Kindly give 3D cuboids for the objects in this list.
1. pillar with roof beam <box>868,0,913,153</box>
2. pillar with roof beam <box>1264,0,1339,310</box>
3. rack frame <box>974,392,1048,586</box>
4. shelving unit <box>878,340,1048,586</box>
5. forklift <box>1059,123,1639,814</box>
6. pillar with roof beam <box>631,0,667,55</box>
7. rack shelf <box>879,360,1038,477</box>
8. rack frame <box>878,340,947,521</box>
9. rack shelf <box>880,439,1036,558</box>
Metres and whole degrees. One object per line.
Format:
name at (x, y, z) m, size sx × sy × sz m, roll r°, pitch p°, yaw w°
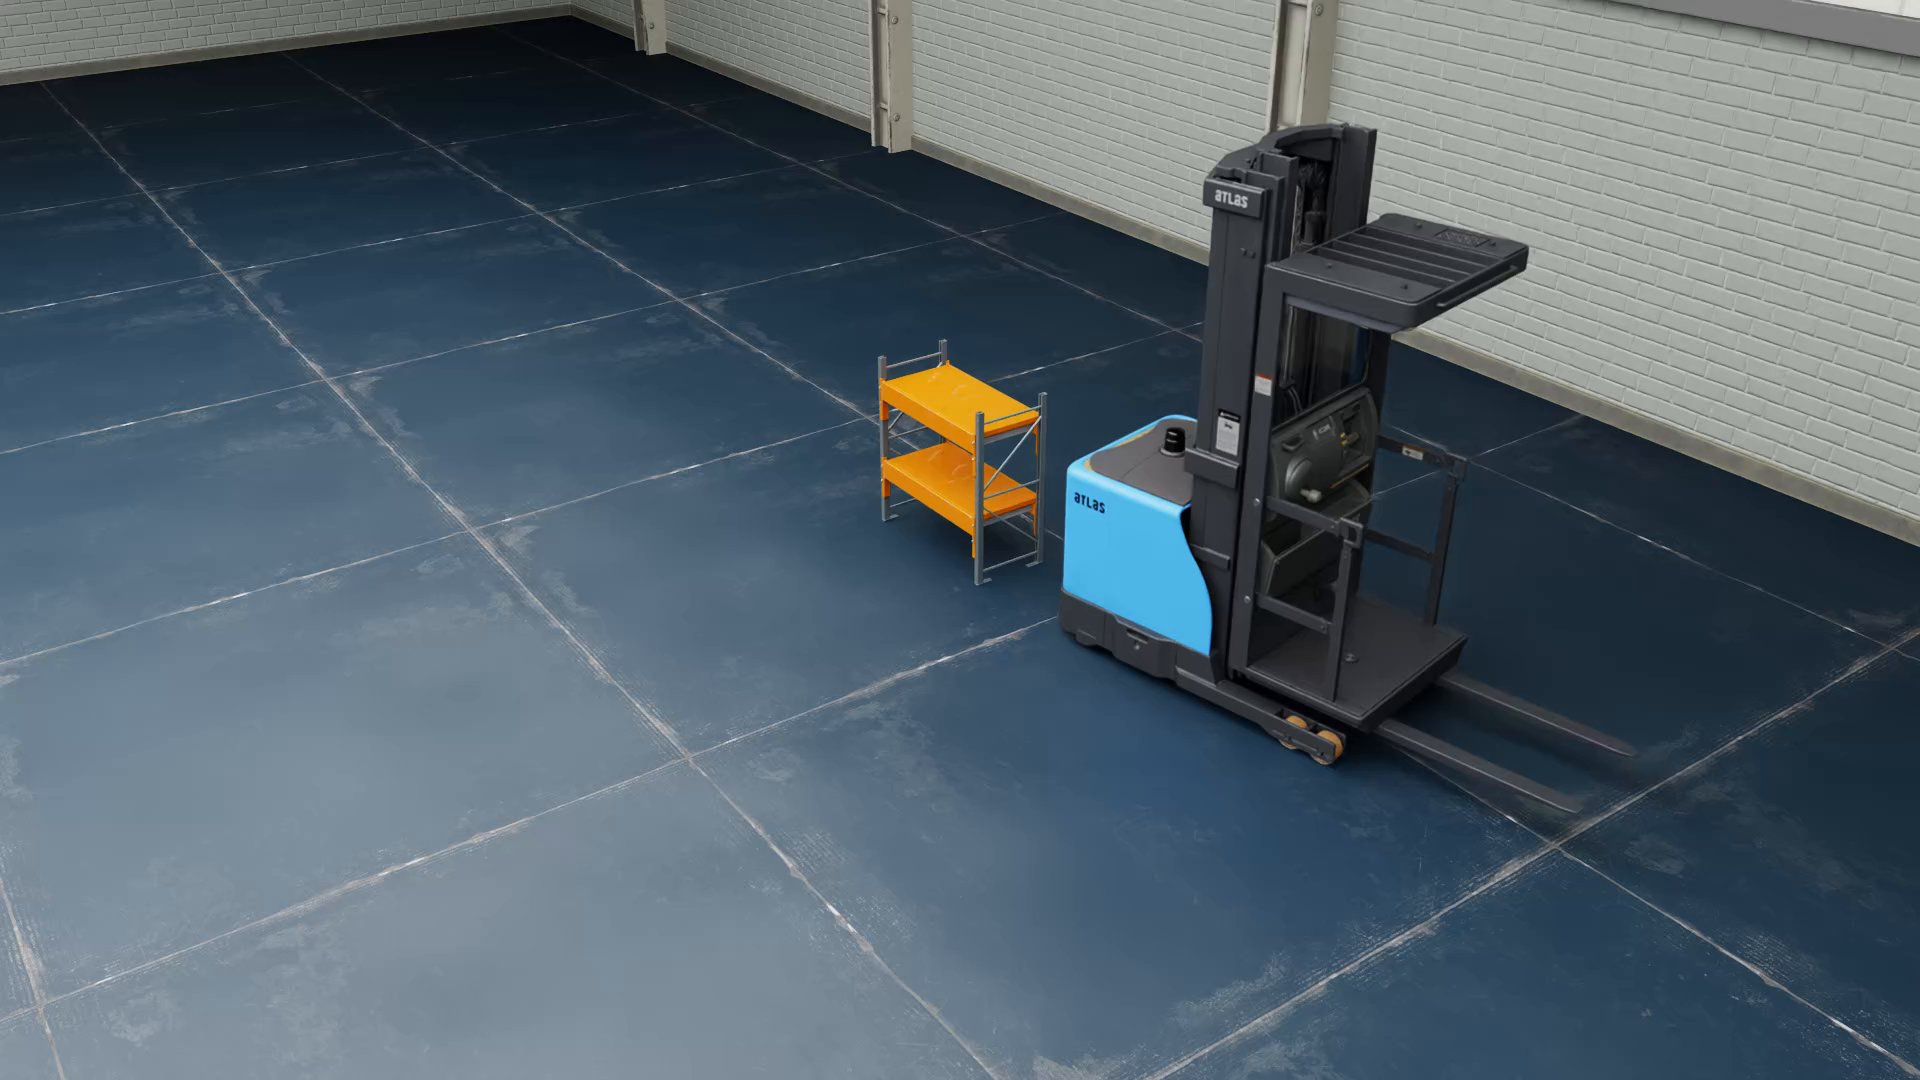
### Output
pillar with roof beam at (-4.258, -7.146, 14.205) m, size 9.100 × 9.000 × 0.400 m, roll -19°, pitch 34°, yaw -31°
pillar with roof beam at (-0.778, -4.813, 9.910) m, size 9.100 × 9.000 × 0.400 m, roll -19°, pitch 34°, yaw -31°
rack frame at (0.299, -0.294, 9.839) m, size 0.500 × 1.125 × 0.032 m, roll -19°, pitch 34°, yaw -31°
shelving unit at (0.004, -0.492, 10.203) m, size 0.538 × 1.125 × 1.048 m, roll -19°, pitch 34°, yaw -31°
forklift at (1.981, -0.438, 8.212) m, size 3.031 × 2.935 × 1.130 m, roll 24°, pitch 37°, yaw 37°
pillar with roof beam at (-7.738, -9.478, 18.500) m, size 9.100 × 9.000 × 0.400 m, roll -19°, pitch 34°, yaw -31°
rack shelf at (0.004, -0.749, 10.064) m, size 0.538 × 0.278 × 1.000 m, roll -19°, pitch 34°, yaw -31°
rack frame at (-0.291, -0.689, 10.567) m, size 0.500 × 1.125 × 0.032 m, roll -19°, pitch 34°, yaw -31°
rack shelf at (0.004, -0.277, 10.320) m, size 0.538 × 0.278 × 1.000 m, roll -19°, pitch 34°, yaw -31°
